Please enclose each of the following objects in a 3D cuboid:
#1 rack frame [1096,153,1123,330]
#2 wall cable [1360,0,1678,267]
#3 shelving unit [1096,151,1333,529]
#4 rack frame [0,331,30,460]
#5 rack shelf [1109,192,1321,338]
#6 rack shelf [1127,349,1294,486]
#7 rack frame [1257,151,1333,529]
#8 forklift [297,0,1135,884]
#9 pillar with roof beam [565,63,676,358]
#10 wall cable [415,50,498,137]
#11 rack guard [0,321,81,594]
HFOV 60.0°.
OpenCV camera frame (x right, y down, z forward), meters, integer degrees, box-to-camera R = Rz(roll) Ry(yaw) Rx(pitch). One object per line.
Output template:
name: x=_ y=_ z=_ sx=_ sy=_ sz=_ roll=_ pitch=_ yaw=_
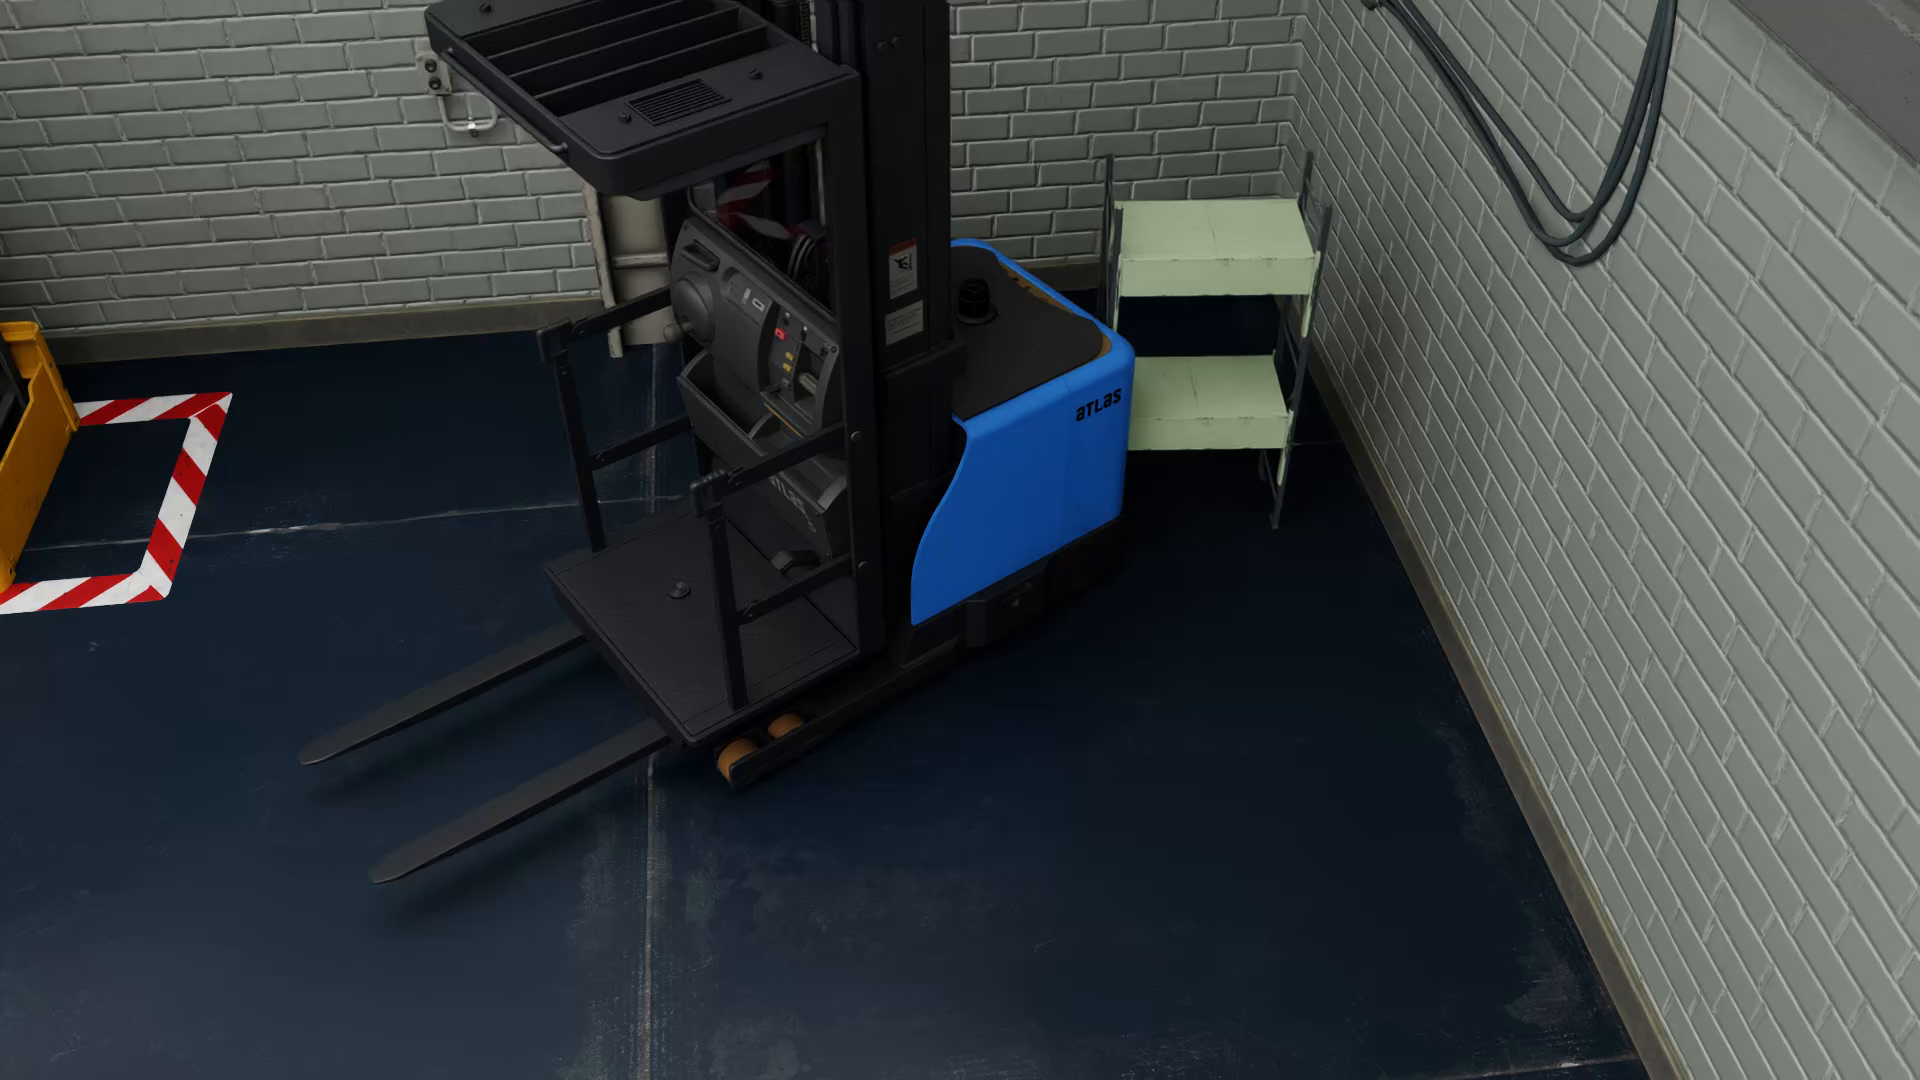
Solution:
rack frame: x=0.553 y=-0.724 z=6.433 sx=0.023 sy=1.500 sz=0.400 roll=-1 pitch=42 yaw=-1
wall cable: x=1.653 y=-2.596 z=5.228 sx=0.112 sy=2.526 sz=3.097 roll=-5 pitch=42 yaw=-6
shelving unit: x=0.919 y=-0.729 z=6.439 sx=0.755 sy=1.500 sz=0.431 roll=-1 pitch=42 yaw=-1
rack frame: x=-4.001 y=-1.267 z=5.915 sx=0.127 sy=3.000 sz=1.000 roll=-5 pitch=42 yaw=-6
rack shelf: x=0.919 y=-1.019 z=6.177 sx=0.720 sy=0.370 sz=0.431 roll=-1 pitch=42 yaw=-1
rack shelf: x=0.919 y=-0.487 z=6.657 sx=0.720 sy=0.370 sz=0.431 roll=-1 pitch=42 yaw=-1
rack frame: x=1.284 y=-0.735 z=6.445 sx=0.023 sy=1.500 sz=0.400 roll=-1 pitch=42 yaw=-1
forklift: x=-0.836 y=-0.636 z=5.267 sx=3.031 sy=2.935 sz=1.130 roll=-27 pitch=49 yaw=-27
pillar with roof beam: x=-0.878 y=-1.445 z=1.633 sx=0.400 sy=9.000 sz=9.100 roll=-5 pitch=42 yaw=-6
wall cable: x=-2.854 y=-2.384 z=6.395 sx=1.851 sy=1.984 sz=0.084 roll=-5 pitch=42 yaw=-6
rack guard: x=-3.977 y=-0.341 z=6.755 sx=0.348 sy=0.500 sz=1.175 roll=-5 pitch=42 yaw=-6
